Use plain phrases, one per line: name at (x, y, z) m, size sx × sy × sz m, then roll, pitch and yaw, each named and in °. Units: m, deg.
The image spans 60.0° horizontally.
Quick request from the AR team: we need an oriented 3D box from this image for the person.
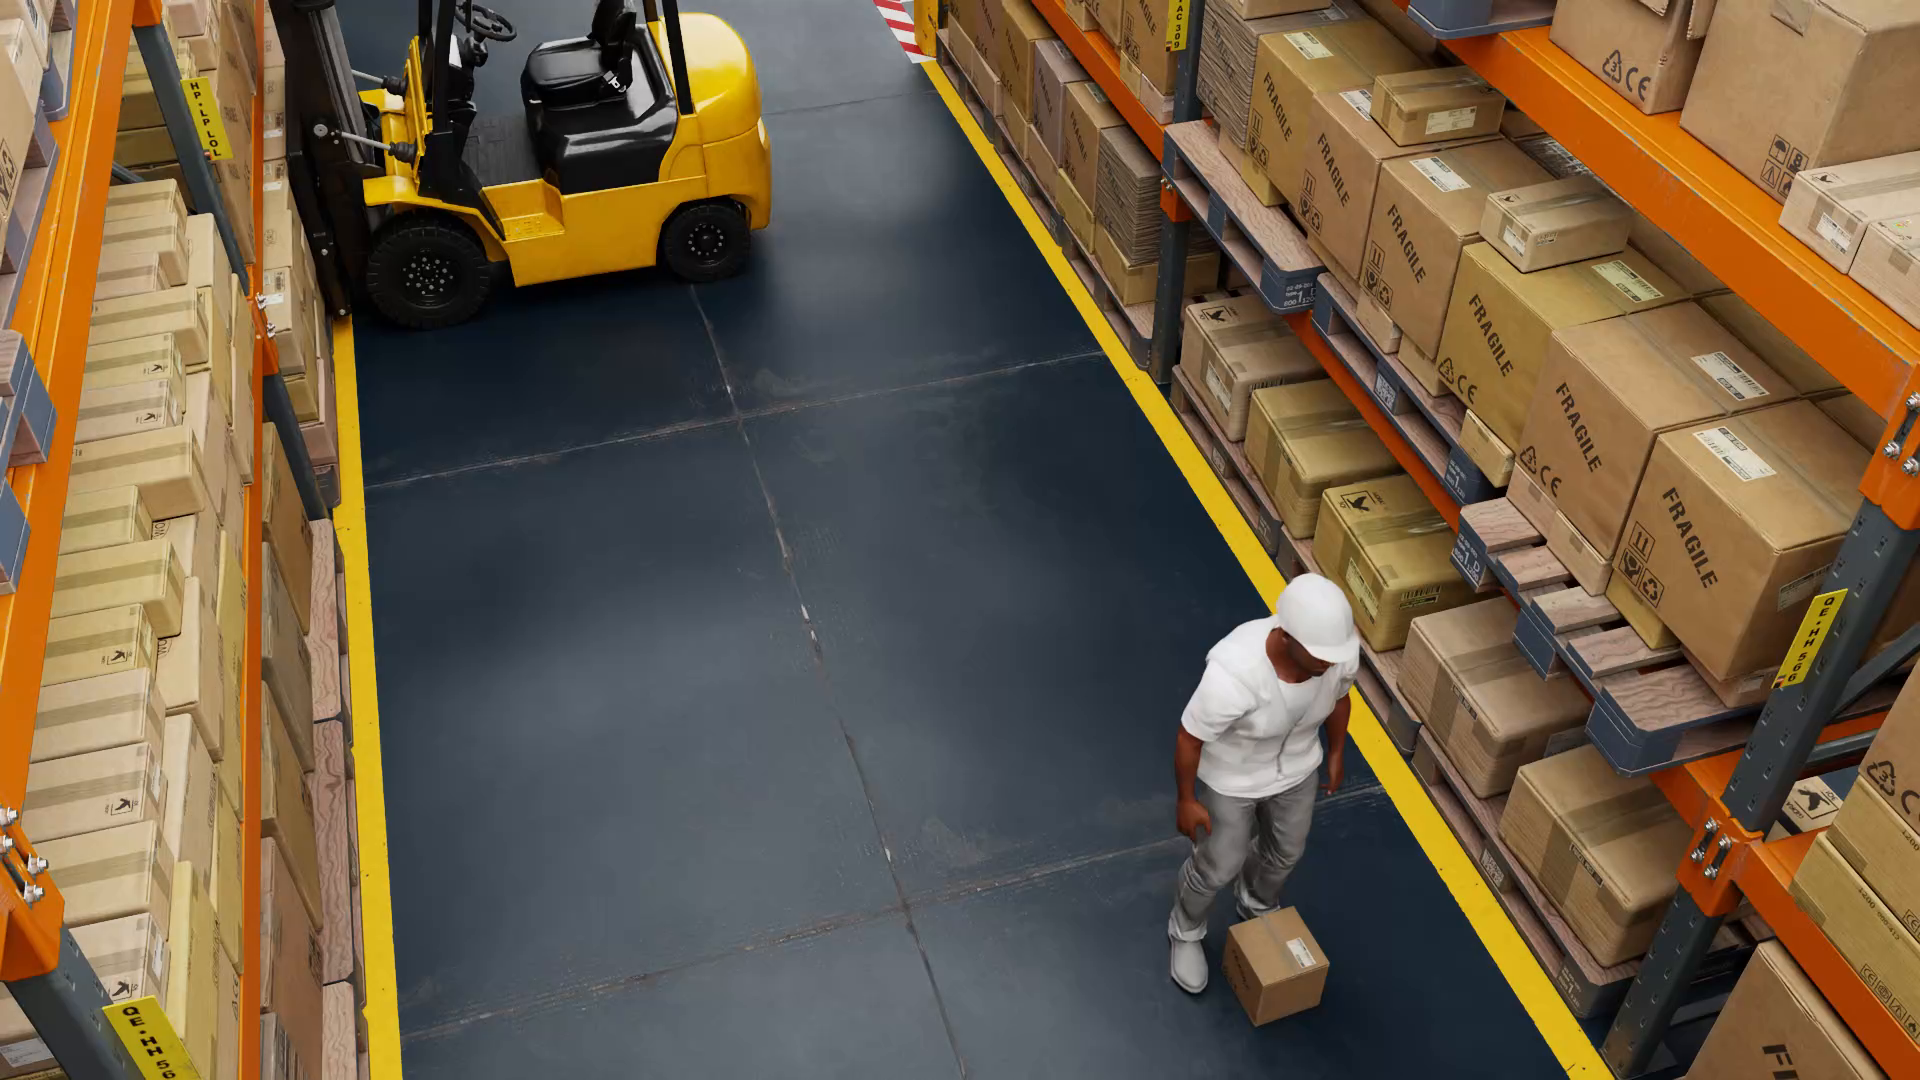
person at (0.969, 0.751, 5.313) m, size 0.629 × 1.759 × 0.460 m, roll -15°, pitch 44°, yaw -16°
